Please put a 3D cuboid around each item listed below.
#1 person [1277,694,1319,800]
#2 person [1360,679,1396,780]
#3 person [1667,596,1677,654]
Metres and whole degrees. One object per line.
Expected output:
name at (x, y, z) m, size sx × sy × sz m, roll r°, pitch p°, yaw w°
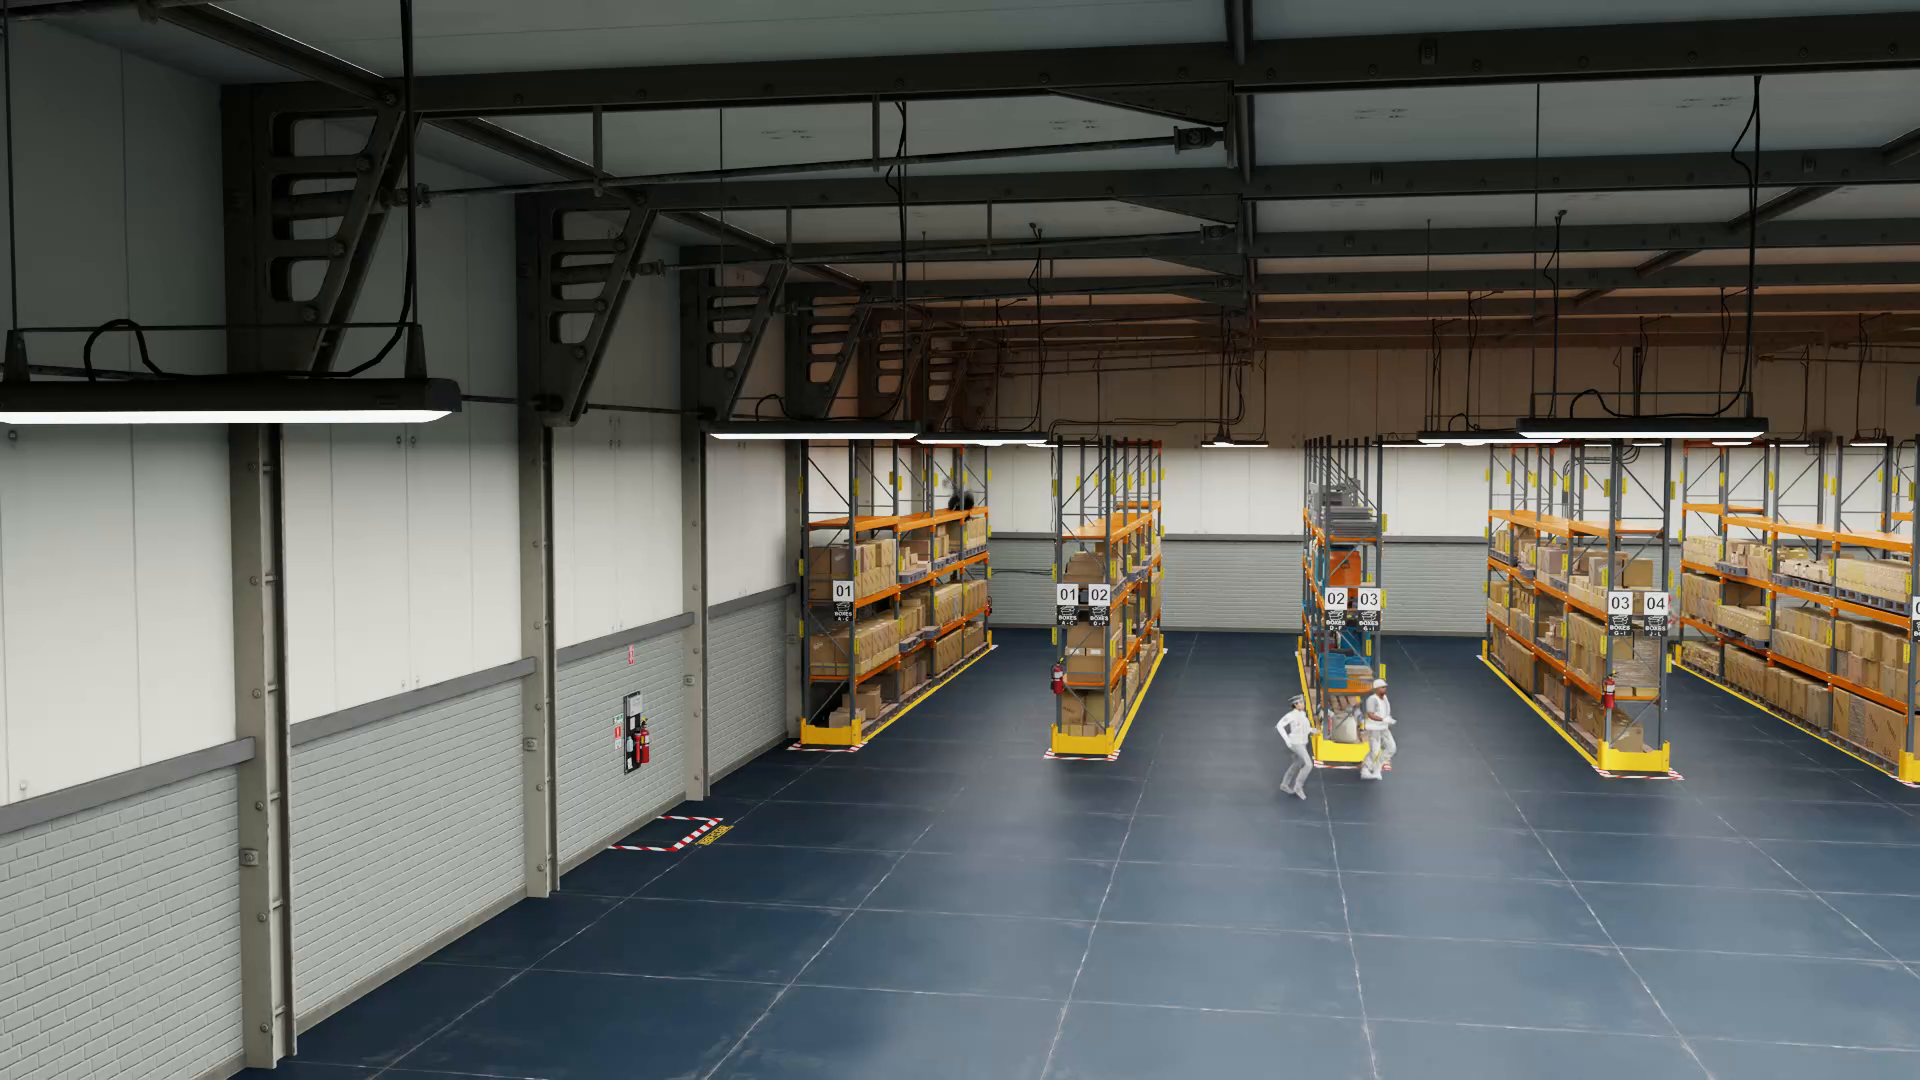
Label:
person at (5.576, 3.397, 27.383) m, size 0.708 × 1.726 × 0.572 m, roll 2°, pitch 4°, yaw 35°
person at (7.289, 3.292, 28.760) m, size 0.697 × 1.785 × 0.713 m, roll 3°, pitch 4°, yaw 44°
person at (19.352, 2.385, 45.557) m, size 0.780 × 1.744 × 0.728 m, roll -1°, pitch 3°, yaw -10°
